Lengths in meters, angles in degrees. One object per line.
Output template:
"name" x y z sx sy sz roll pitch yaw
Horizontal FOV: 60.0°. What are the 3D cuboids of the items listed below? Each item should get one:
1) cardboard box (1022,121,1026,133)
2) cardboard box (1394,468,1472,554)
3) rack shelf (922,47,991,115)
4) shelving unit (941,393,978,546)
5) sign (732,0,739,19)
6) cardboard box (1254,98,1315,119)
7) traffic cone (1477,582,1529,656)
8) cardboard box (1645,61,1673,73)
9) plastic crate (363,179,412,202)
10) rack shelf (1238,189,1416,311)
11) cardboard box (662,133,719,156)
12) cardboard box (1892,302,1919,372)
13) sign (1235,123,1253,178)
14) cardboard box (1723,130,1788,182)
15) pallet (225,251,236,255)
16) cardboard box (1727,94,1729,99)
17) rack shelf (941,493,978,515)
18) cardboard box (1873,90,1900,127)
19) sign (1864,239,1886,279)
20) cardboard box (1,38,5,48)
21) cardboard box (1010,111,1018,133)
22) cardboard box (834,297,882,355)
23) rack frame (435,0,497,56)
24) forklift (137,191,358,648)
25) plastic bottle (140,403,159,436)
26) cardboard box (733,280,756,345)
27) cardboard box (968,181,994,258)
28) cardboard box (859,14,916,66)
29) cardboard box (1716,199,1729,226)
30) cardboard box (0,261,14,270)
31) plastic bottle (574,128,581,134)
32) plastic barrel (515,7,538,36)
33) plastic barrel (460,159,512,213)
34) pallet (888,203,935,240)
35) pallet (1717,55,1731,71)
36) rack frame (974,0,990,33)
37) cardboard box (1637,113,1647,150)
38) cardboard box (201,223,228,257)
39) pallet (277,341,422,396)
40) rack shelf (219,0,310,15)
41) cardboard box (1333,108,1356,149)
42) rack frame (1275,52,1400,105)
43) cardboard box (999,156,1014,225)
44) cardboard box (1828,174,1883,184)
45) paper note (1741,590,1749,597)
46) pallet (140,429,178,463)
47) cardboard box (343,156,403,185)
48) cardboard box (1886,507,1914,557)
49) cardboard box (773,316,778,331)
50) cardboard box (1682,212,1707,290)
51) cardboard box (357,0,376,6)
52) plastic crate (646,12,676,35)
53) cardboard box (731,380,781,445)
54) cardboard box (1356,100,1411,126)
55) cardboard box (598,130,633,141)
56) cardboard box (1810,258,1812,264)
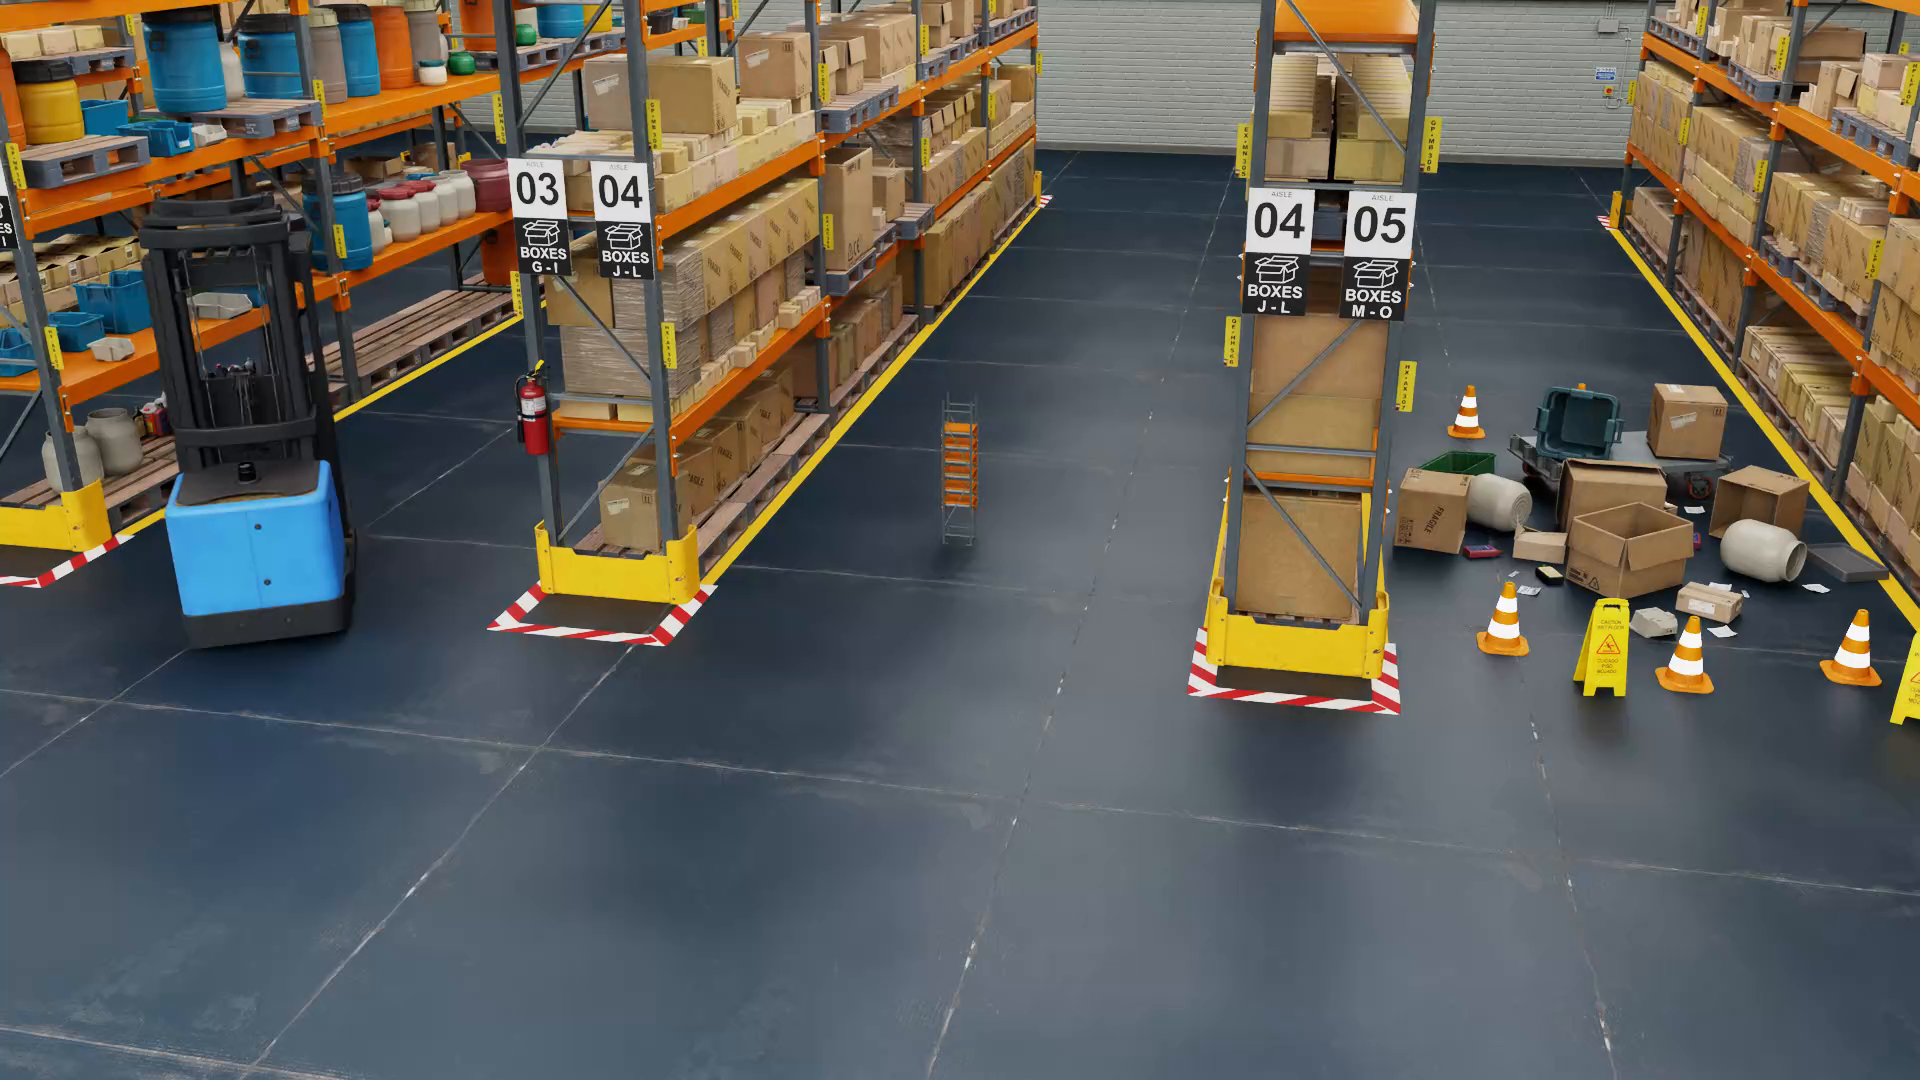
"cardboard box" 0.801 -6.293 25.331 0.380 0.149 0.250 5 22 12
"cardboard box" 3.781 -0.235 13.296 0.500 0.500 0.500 8 23 20
"rack shelf" -0.517 -5.707 20.487 1.077 0.370 4.000 4 22 11
"shelving unit" -0.003 -0.551 13.147 0.258 1.200 0.189 4 22 11
"sign" -3.600 -8.528 26.668 0.100 0.325 0.005 4 22 11
"cardboard box" 2.118 -2.797 10.871 0.380 0.149 0.250 5 22 12
"traffic cone" 3.776 0.514 11.489 0.336 0.463 0.334 4 22 11
"cardboard box" 10.065 -6.790 23.889 0.380 0.149 0.250 5 22 12
"plastic crate" -6.404 -3.757 18.612 0.402 0.464 0.583 4 22 11
"rack shelf" 2.685 -2.366 12.191 1.077 0.370 4.000 4 22 11
"cardboard box" -2.018 -2.954 12.355 0.380 0.149 0.250 4 22 11
"cardboard box" 7.517 -1.559 12.707 0.500 0.500 0.500 4 22 11
"sign" 1.749 -2.389 10.205 0.100 0.325 0.005 4 22 11
"cardboard box" 8.830 -4.251 18.451 0.500 0.500 0.500 4 22 11
"pallet" -10.433 -3.651 22.167 1.003 0.211 1.213 4 22 11
"cardboard box" 9.958 -5.724 21.240 0.380 0.149 0.250 4 22 10
"rack shelf" -0.003 -0.287 13.253 0.258 0.103 0.180 4 22 11
"cardboard box" 8.045 -3.625 13.994 0.500 0.250 0.500 5 22 12
"sign" 7.416 -2.277 13.474 0.100 0.325 0.005 4 22 11
"cardboard box" -10.989 -5.423 18.456 0.500 0.250 0.500 3 22 6
"cardboard box" 0.558 -6.152 24.447 0.500 0.250 0.500 4 22 11
"cardboard box" -1.252 -2.304 17.847 0.700 0.500 0.500 6 23 15
"rack frame" -5.774 -7.078 18.913 1.000 3.000 0.127 4 22 11
"forklift" -5.237 -1.140 12.290 1.130 2.935 3.031 -7 23 -16
"plastic bottle" -7.383 -1.105 15.170 0.152 0.276 0.135 5 22 11
"cardboard box" -2.176 -1.929 13.626 0.875 0.500 0.500 4 22 11
"cardboard box" -0.220 -4.354 22.462 1.225 0.875 0.875 5 22 11
"cardboard box" -0.778 -5.394 17.943 0.500 0.500 0.500 5 22 12
"cardboard box" 8.832 -3.668 18.678 0.500 0.250 0.500 4 22 10
"cardboard box" -11.327 -3.117 19.477 0.500 0.311 0.500 4 22 10
"plastic bottle" -5.355 -5.616 23.380 0.144 0.351 0.185 4 22 11
"plastic barrel" -5.560 -6.604 21.008 0.433 0.535 0.433 0 22 0
"plastic barrel" -5.572 -4.166 19.530 0.600 0.536 0.708 4 22 11
"pallet" -0.967 -3.560 18.465 1.213 0.211 1.003 4 22 11
"pallet" 9.453 -5.589 19.486 0.805 0.209 1.217 4 22 9
"rack frame" -0.109 -8.163 21.608 1.000 3.000 0.127 4 22 11
"cardboard box" 9.953 -5.794 23.620 0.500 0.500 0.500 4 22 10
"cardboard box" -10.149 -4.055 22.195 0.500 0.500 0.500 4 22 9
"pallet" -6.468 -1.829 17.643 1.003 0.211 1.213 4 22 11
"rack shelf" -6.182 -5.827 17.306 1.077 0.370 4.000 4 22 11
"cardboard box" 2.831 -2.805 11.425 0.500 0.250 0.500 4 22 10
"rack frame" 3.093 -4.823 13.313 1.000 3.000 0.127 4 22 11
"cardboard box" 0.287 -5.154 24.449 0.875 0.875 0.875 4 22 11
"cardboard box" 8.955 -3.354 16.603 0.500 0.500 0.500 4 22 9
"paper note" 5.846 0.400 12.376 0.032 0.001 0.123 4 22 11
"pallet" -7.015 -0.849 15.209 1.003 0.211 1.213 4 22 11
"cardboard box" -9.428 -5.871 26.698 0.797 0.503 0.637 4 22 11
"cardboard box" 7.371 -0.033 12.570 0.500 0.250 0.500 4 22 10
"cardboard box" -1.790 -1.878 14.369 0.380 0.149 0.250 4 22 11
"cardboard box" 9.544 -3.602 20.593 0.875 0.875 0.875 5 23 13
"cardboard box" -9.250 -8.215 25.282 0.500 0.250 0.500 4 22 11
"plastic crate" -4.436 -7.522 24.206 0.497 0.269 0.590 4 22 11
"cardboard box" -1.972 -1.137 14.975 0.500 0.500 0.500 12 25 28
"cardboard box" 2.761 -2.746 10.744 0.380 0.149 0.250 4 22 10
"cardboard box" -2.490 -2.993 12.453 0.380 0.149 0.250 5 22 12
"cardboard box" 8.268 -2.639 15.696 0.380 0.149 0.250 5 23 13
